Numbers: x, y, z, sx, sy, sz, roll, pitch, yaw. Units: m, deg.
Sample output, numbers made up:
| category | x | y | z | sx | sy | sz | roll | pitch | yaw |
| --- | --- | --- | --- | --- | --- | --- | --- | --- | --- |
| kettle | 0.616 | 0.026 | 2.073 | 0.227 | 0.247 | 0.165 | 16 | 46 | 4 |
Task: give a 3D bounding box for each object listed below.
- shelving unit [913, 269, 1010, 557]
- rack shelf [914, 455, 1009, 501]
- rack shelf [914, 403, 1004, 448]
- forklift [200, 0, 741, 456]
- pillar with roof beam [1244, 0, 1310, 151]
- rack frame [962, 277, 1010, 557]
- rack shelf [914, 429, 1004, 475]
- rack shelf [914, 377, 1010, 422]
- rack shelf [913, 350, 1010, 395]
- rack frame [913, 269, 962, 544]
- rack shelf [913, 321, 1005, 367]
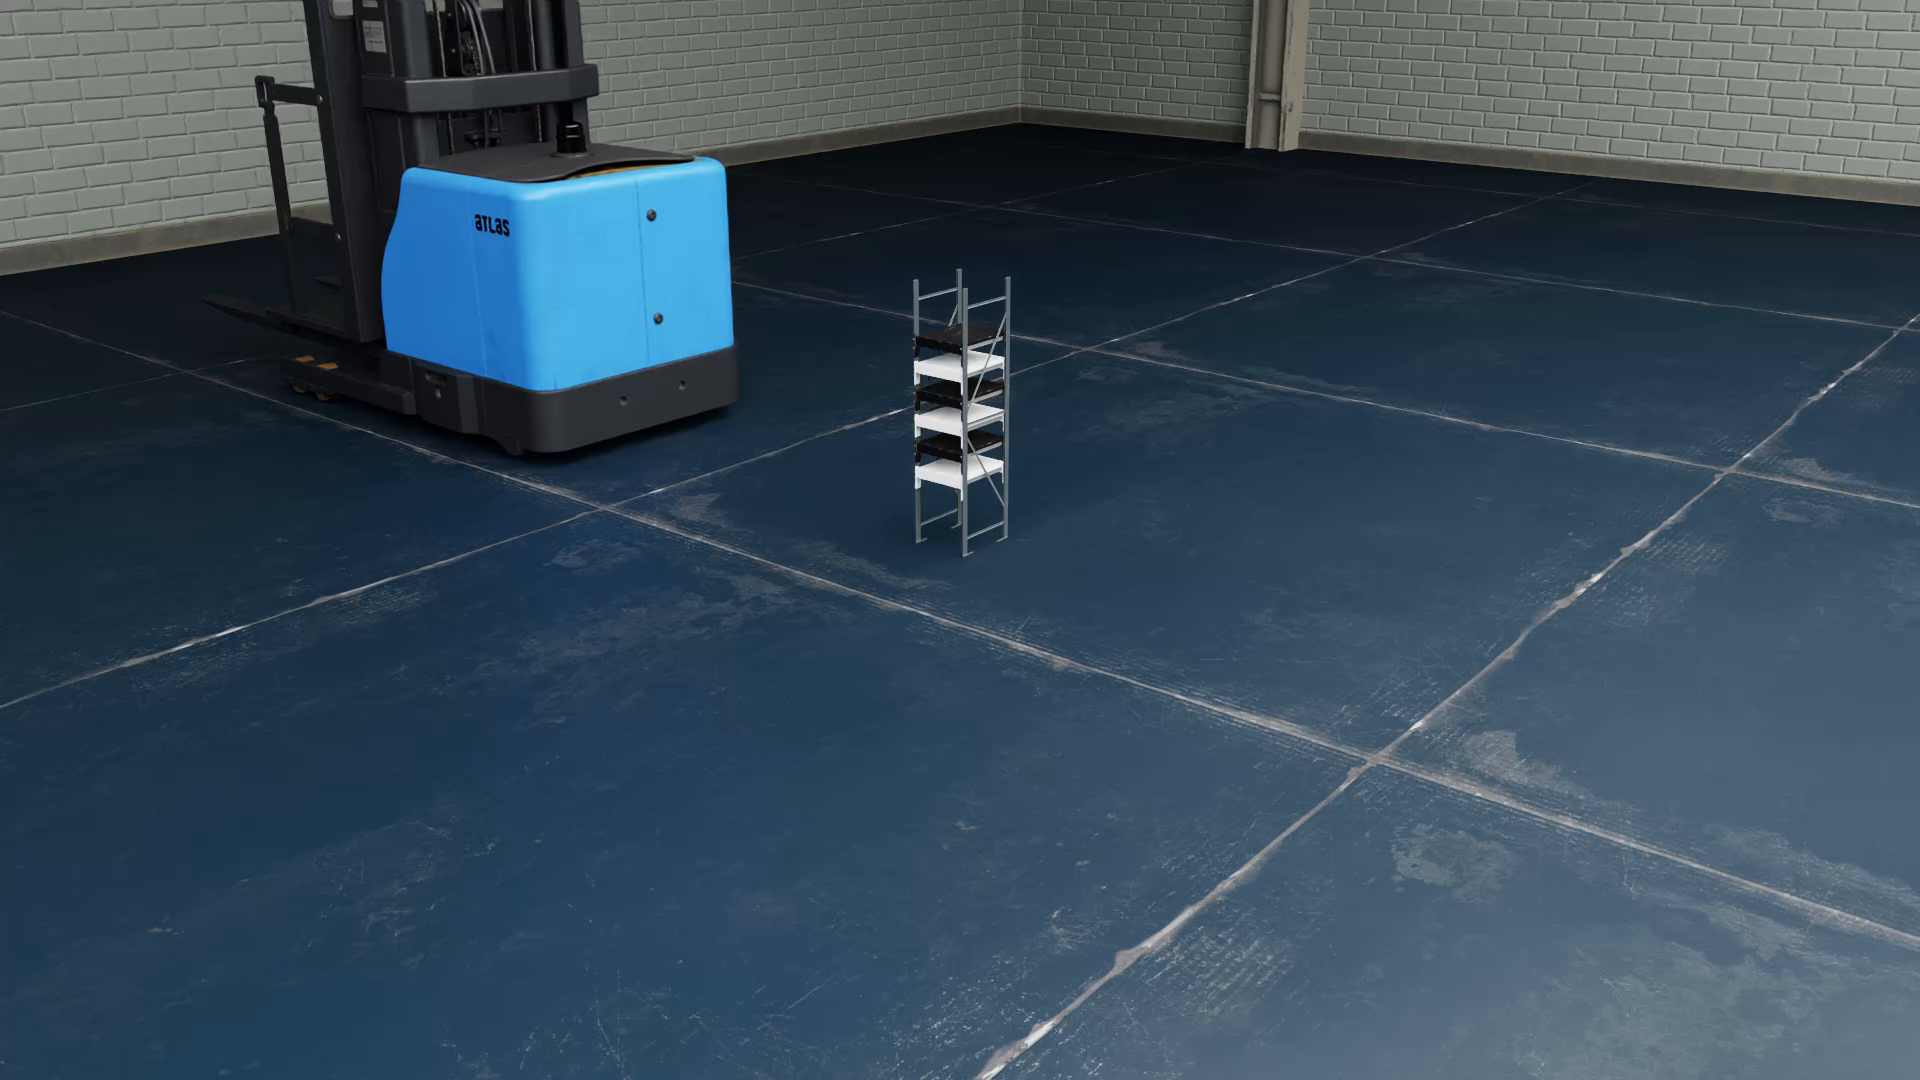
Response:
| category | x | y | z | sx | sy | sz | roll | pitch | yaw |
| --- | --- | --- | --- | --- | --- | --- | --- | --- | --- |
| shelving unit | 0.006 | -0.419 | 5.505 | 0.210 | 0.900 | 0.258 | 16 | 26 | 36 |
| rack shelf | 0.006 | -0.220 | 5.580 | 0.200 | 0.077 | 0.258 | 16 | 26 | 36 |
| rack shelf | 0.006 | -0.388 | 5.516 | 0.200 | 0.077 | 0.258 | 16 | 26 | 36 |
| forklift | -2.382 | -2.106 | 7.099 | 3.031 | 2.935 | 1.130 | 17 | 26 | 37 |
| pillar with roof beam | 0.114 | -6.600 | 10.417 | 0.400 | 9.000 | 9.100 | 16 | 26 | 36 |
| rack frame | 0.085 | -0.397 | 5.444 | 0.006 | 0.900 | 0.240 | 16 | 26 | 36 |
| rack shelf | 0.006 | -0.304 | 5.548 | 0.200 | 0.077 | 0.258 | 16 | 26 | 36 |
| rack shelf | 0.006 | -0.472 | 5.485 | 0.200 | 0.077 | 0.258 | 16 | 26 | 36 |
| rack shelf | 0.006 | -0.556 | 5.453 | 0.200 | 0.077 | 0.258 | 16 | 26 | 36 |
| rack frame | -0.072 | -0.442 | 5.565 | 0.006 | 0.900 | 0.240 | 16 | 26 | 36 |
| rack shelf | 0.006 | -0.641 | 5.421 | 0.200 | 0.077 | 0.258 | 16 | 26 | 36 |
